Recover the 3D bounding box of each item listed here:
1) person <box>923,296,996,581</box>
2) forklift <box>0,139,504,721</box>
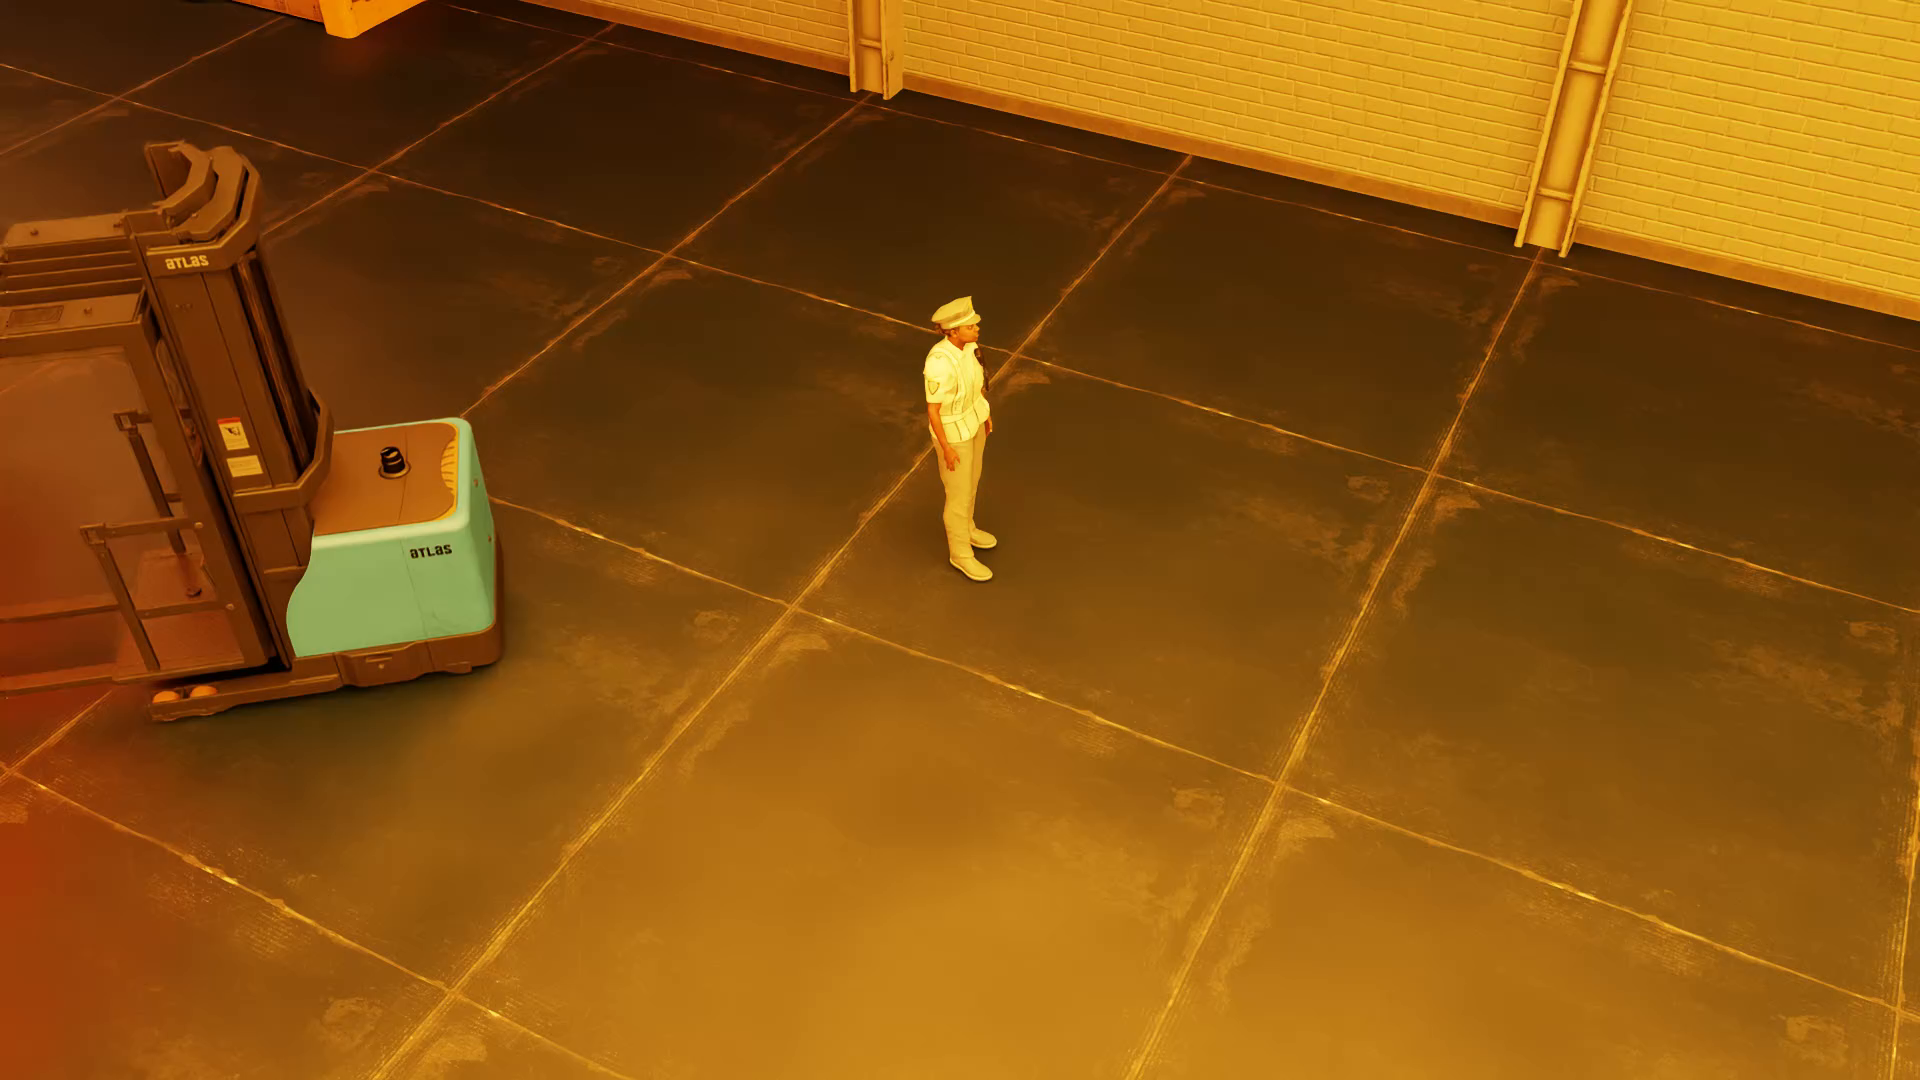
[{"bbox_3d":[0.057,-0.620,9.671,0.530,1.695,0.569,18,43,21],"label":"person"},{"bbox_3d":[-4.150,-0.506,8.587,3.031,2.935,1.130,-8,41,-9],"label":"forklift"}]
